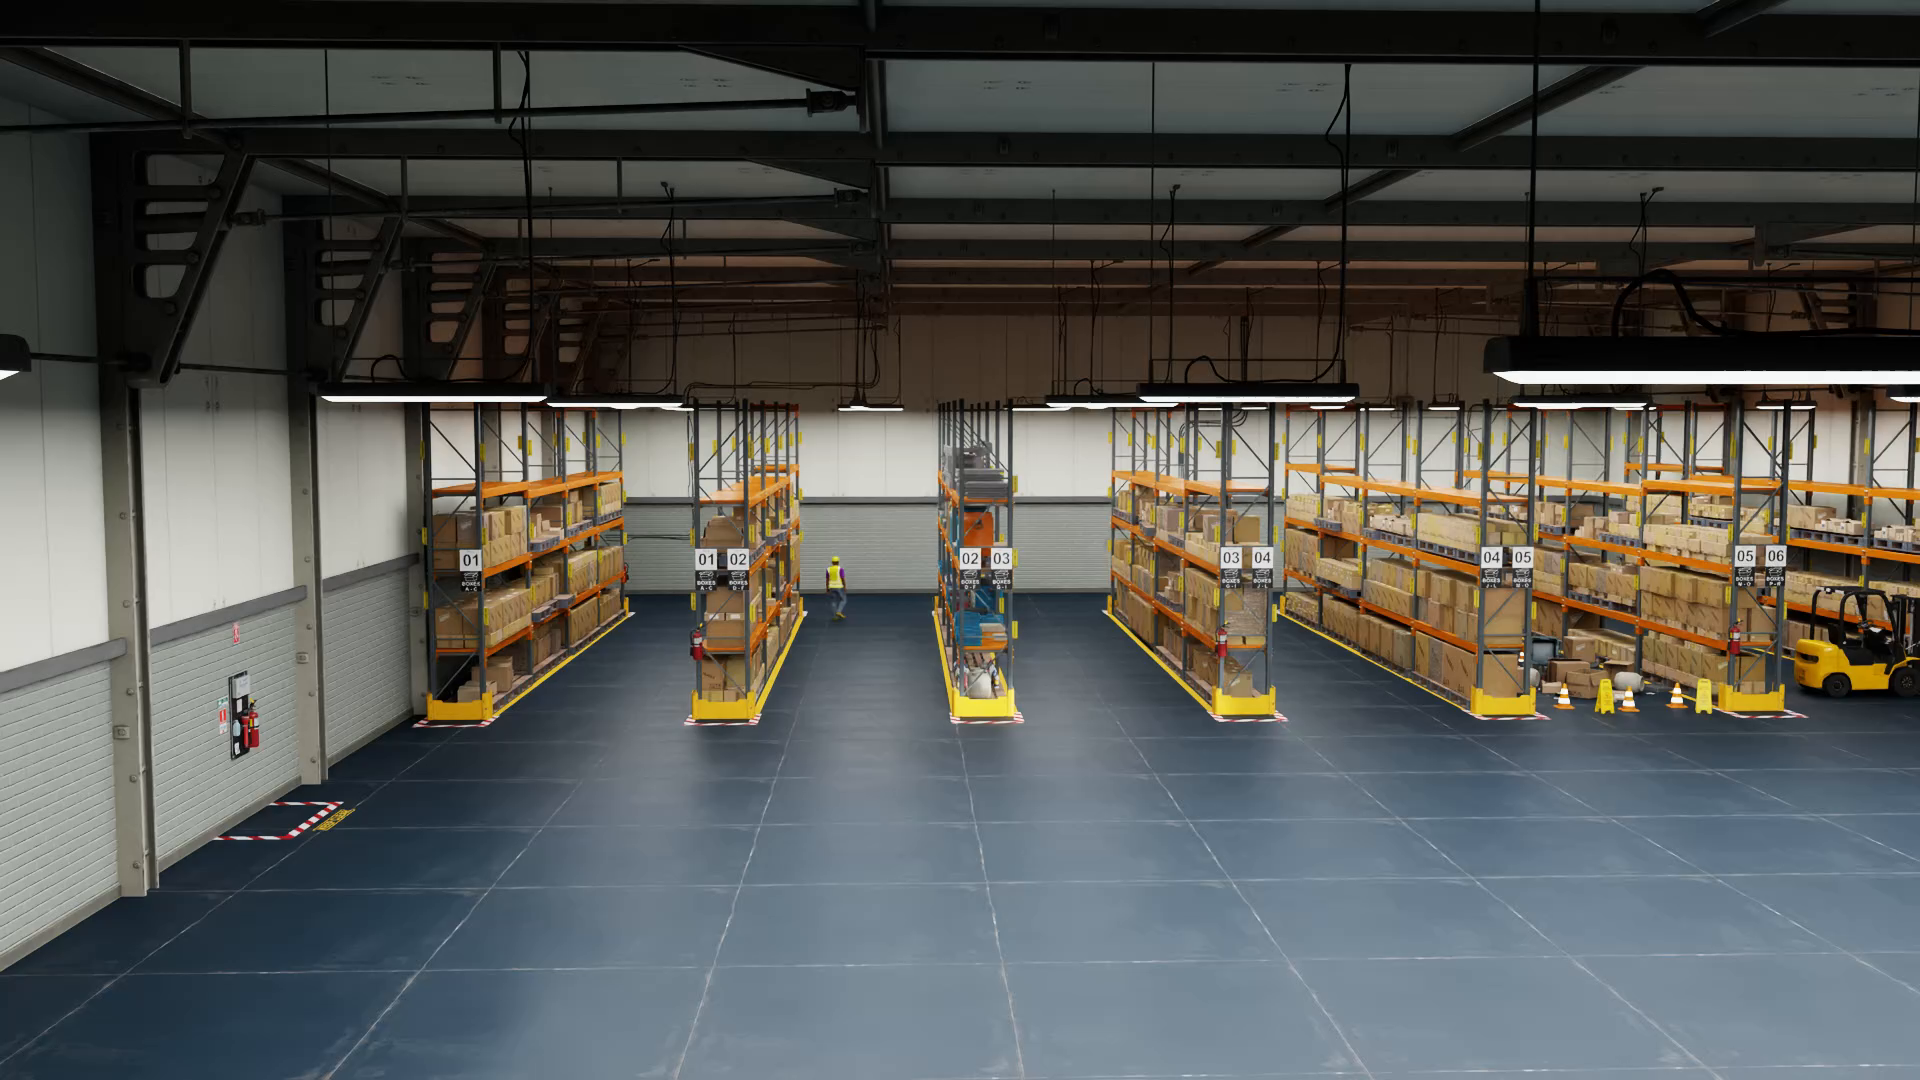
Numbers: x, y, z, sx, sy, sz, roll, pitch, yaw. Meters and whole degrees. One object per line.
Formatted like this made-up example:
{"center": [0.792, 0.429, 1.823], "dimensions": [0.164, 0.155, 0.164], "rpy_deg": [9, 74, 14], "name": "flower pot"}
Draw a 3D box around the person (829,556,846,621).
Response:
{"center": [-3.416, 1.352, 46.178], "dimensions": [0.367, 1.801, 0.628], "rpy_deg": [-3, 5, -33], "name": "person"}
